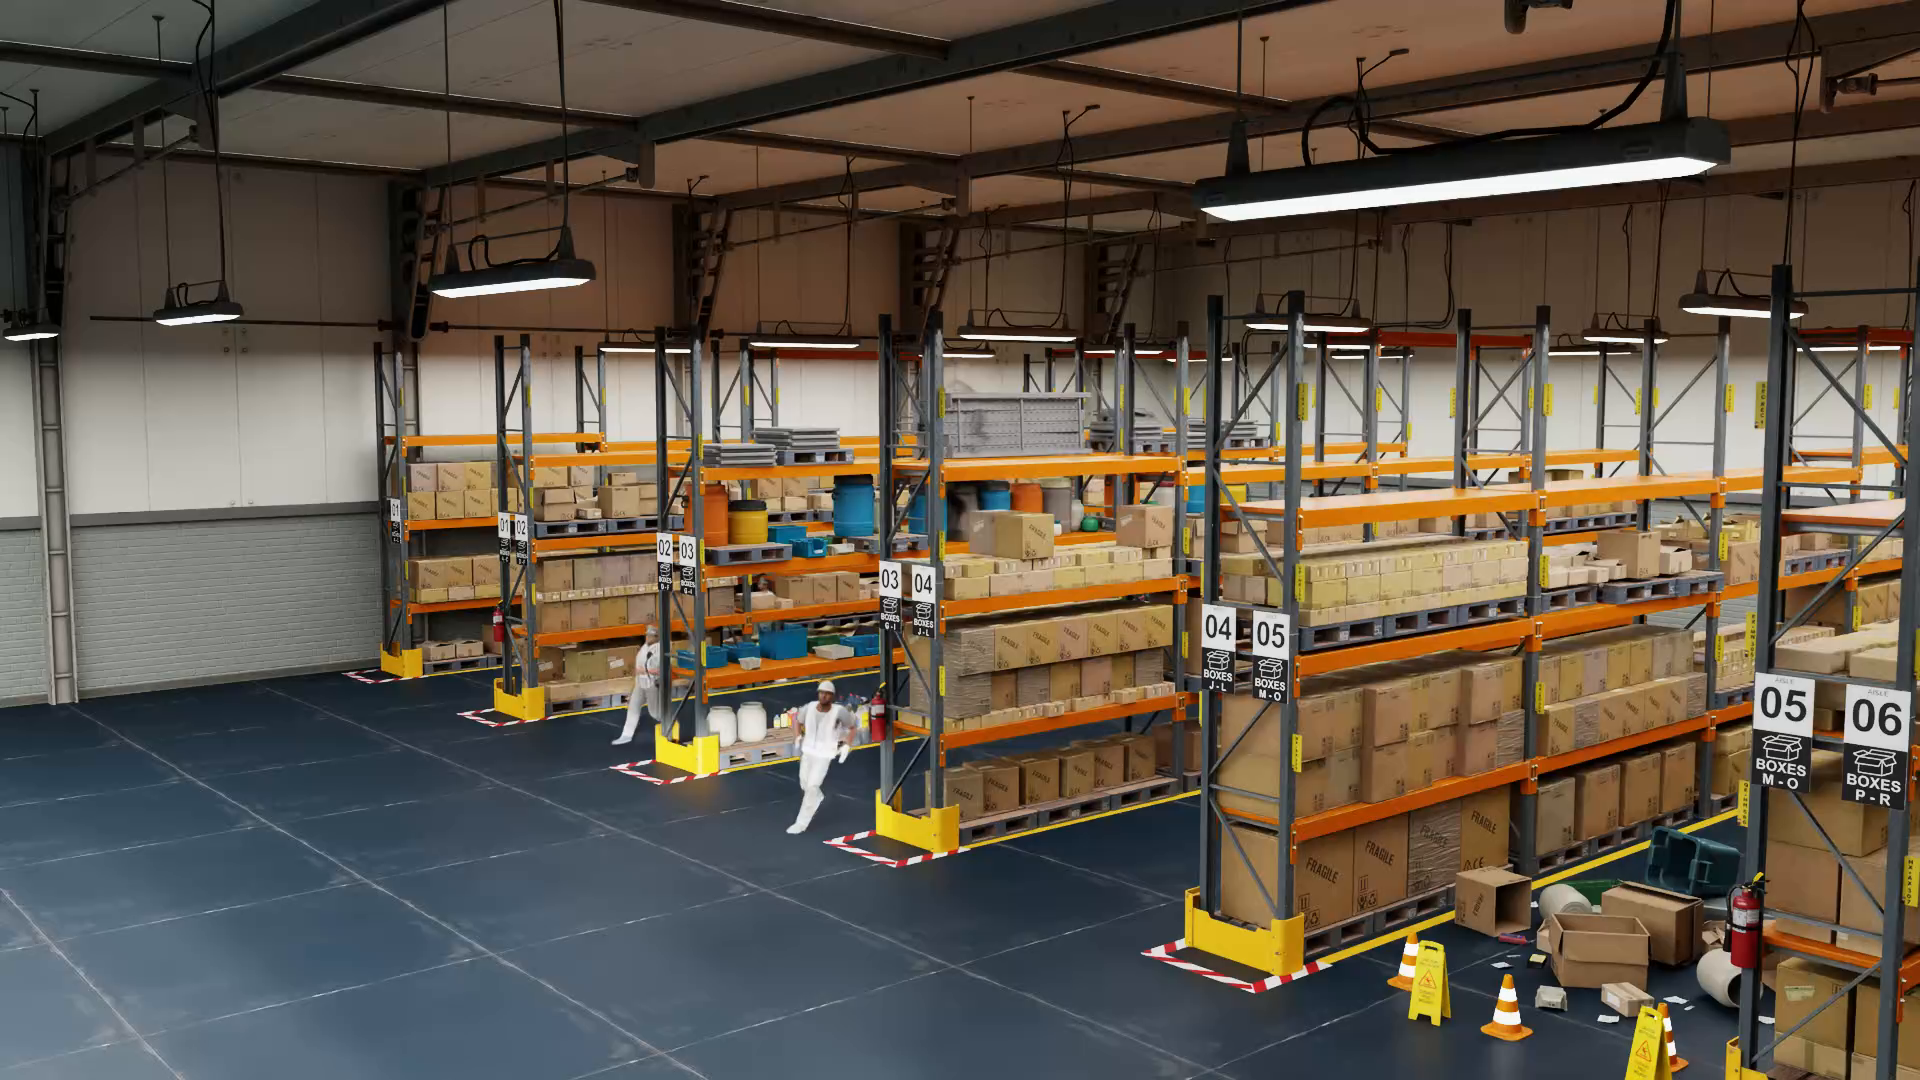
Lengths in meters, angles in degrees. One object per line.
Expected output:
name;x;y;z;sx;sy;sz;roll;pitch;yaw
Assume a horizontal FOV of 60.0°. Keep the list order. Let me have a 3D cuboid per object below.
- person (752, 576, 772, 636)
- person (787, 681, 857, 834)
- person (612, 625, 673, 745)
person;-3.700;1.501;31.262;0.558;1.636;0.613;-5;7;-42
person;-1.631;2.513;19.484;0.744;1.741;0.951;2;6;22
person;-4.470;2.080;23.913;0.690;1.746;1.014;5;7;42
